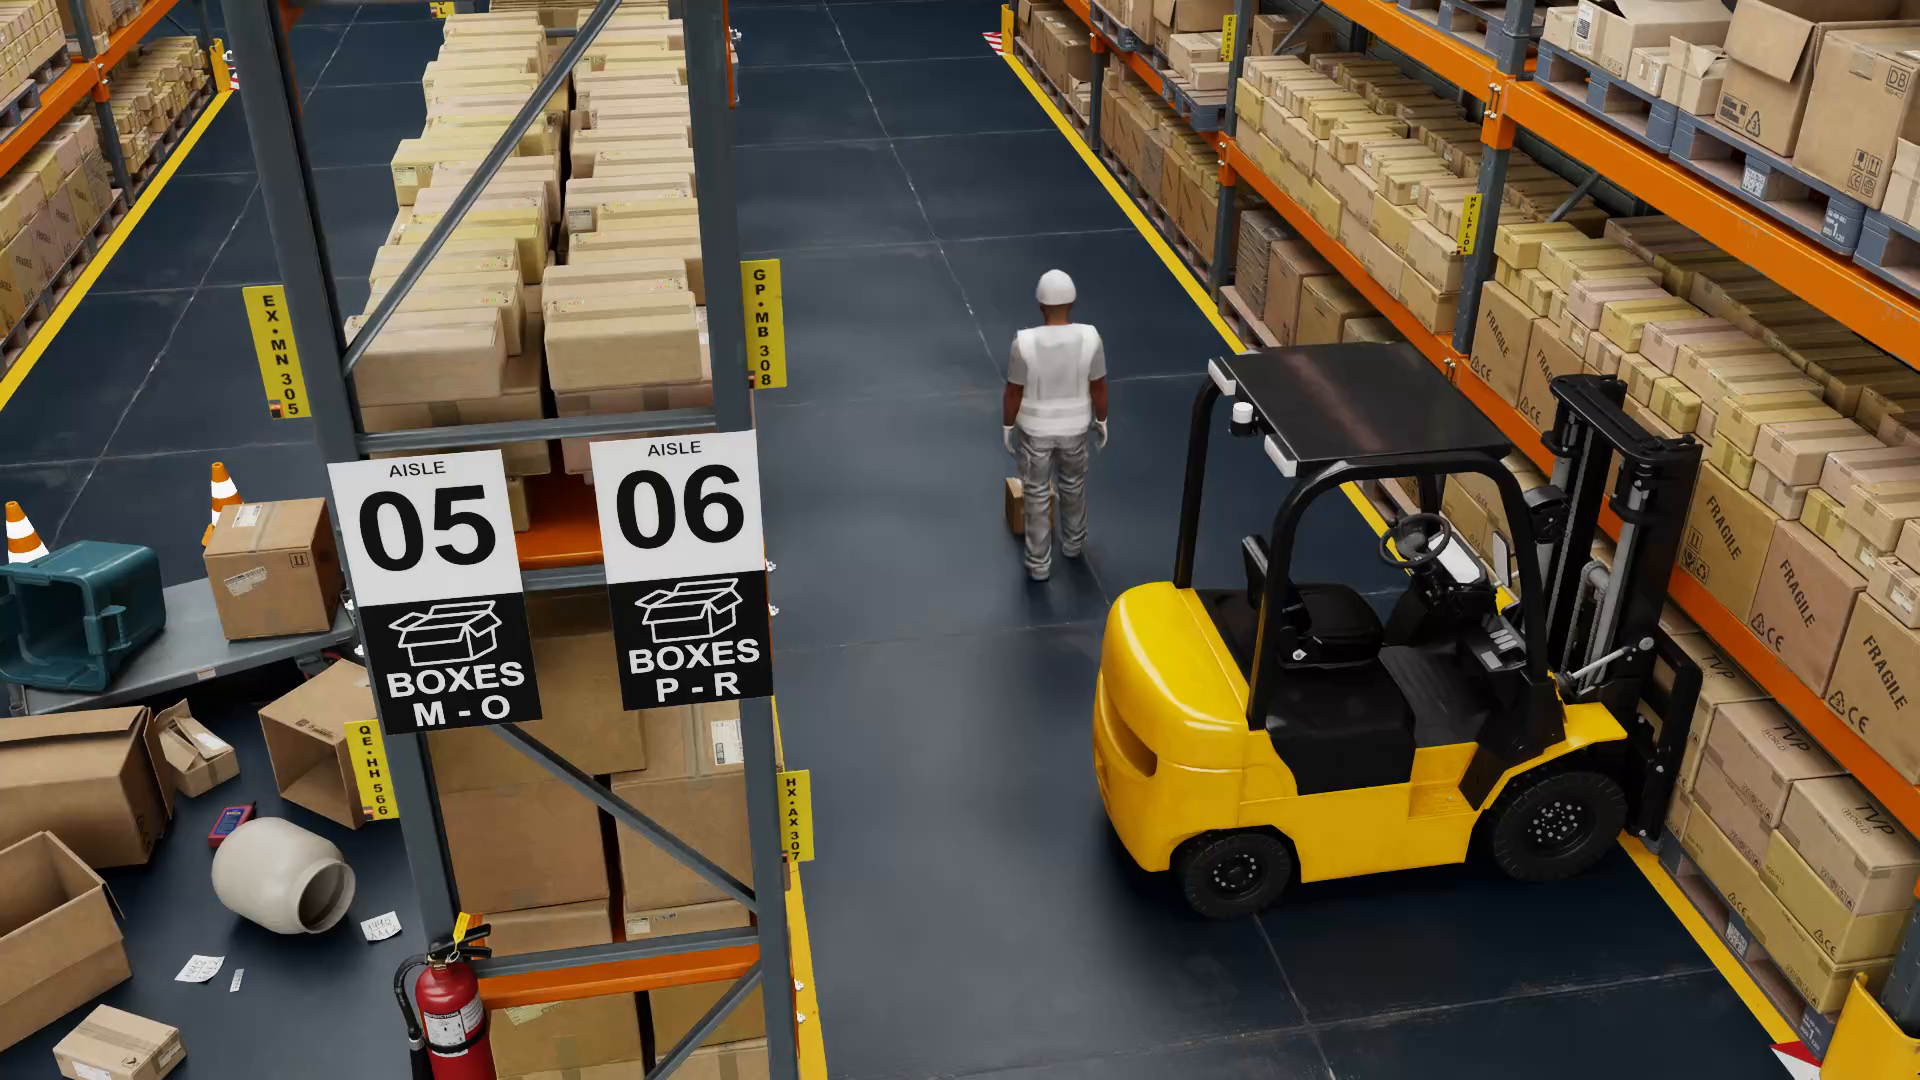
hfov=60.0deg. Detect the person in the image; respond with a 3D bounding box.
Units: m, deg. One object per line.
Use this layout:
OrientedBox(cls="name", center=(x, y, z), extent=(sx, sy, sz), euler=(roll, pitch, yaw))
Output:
OrientedBox(cls="person", center=(0.506, -0.668, 9.244), extent=(0.584, 1.791, 0.546), euler=(-5, 31, -9))
